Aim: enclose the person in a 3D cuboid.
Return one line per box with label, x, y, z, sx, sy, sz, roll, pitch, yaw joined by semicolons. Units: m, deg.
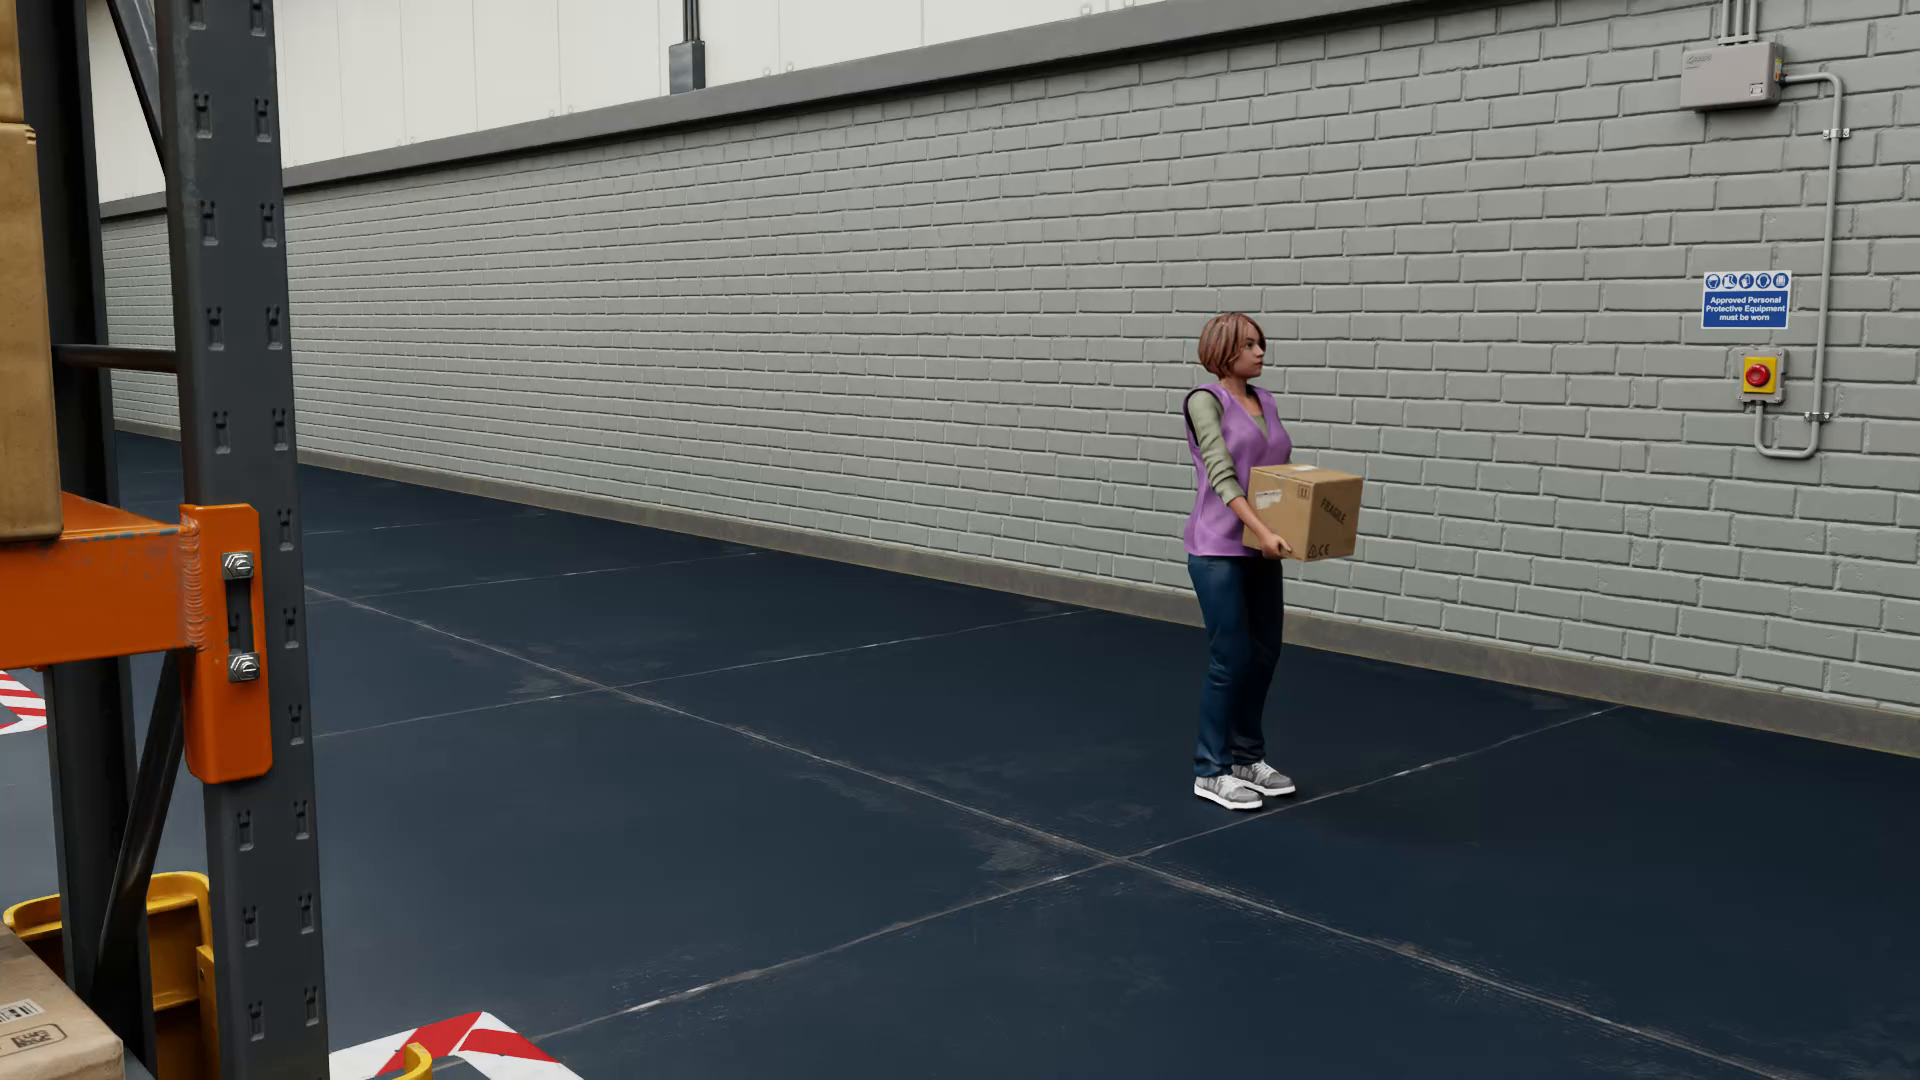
person;0.958;0.072;5.370;0.405;1.576;0.492;-6;10;-40
